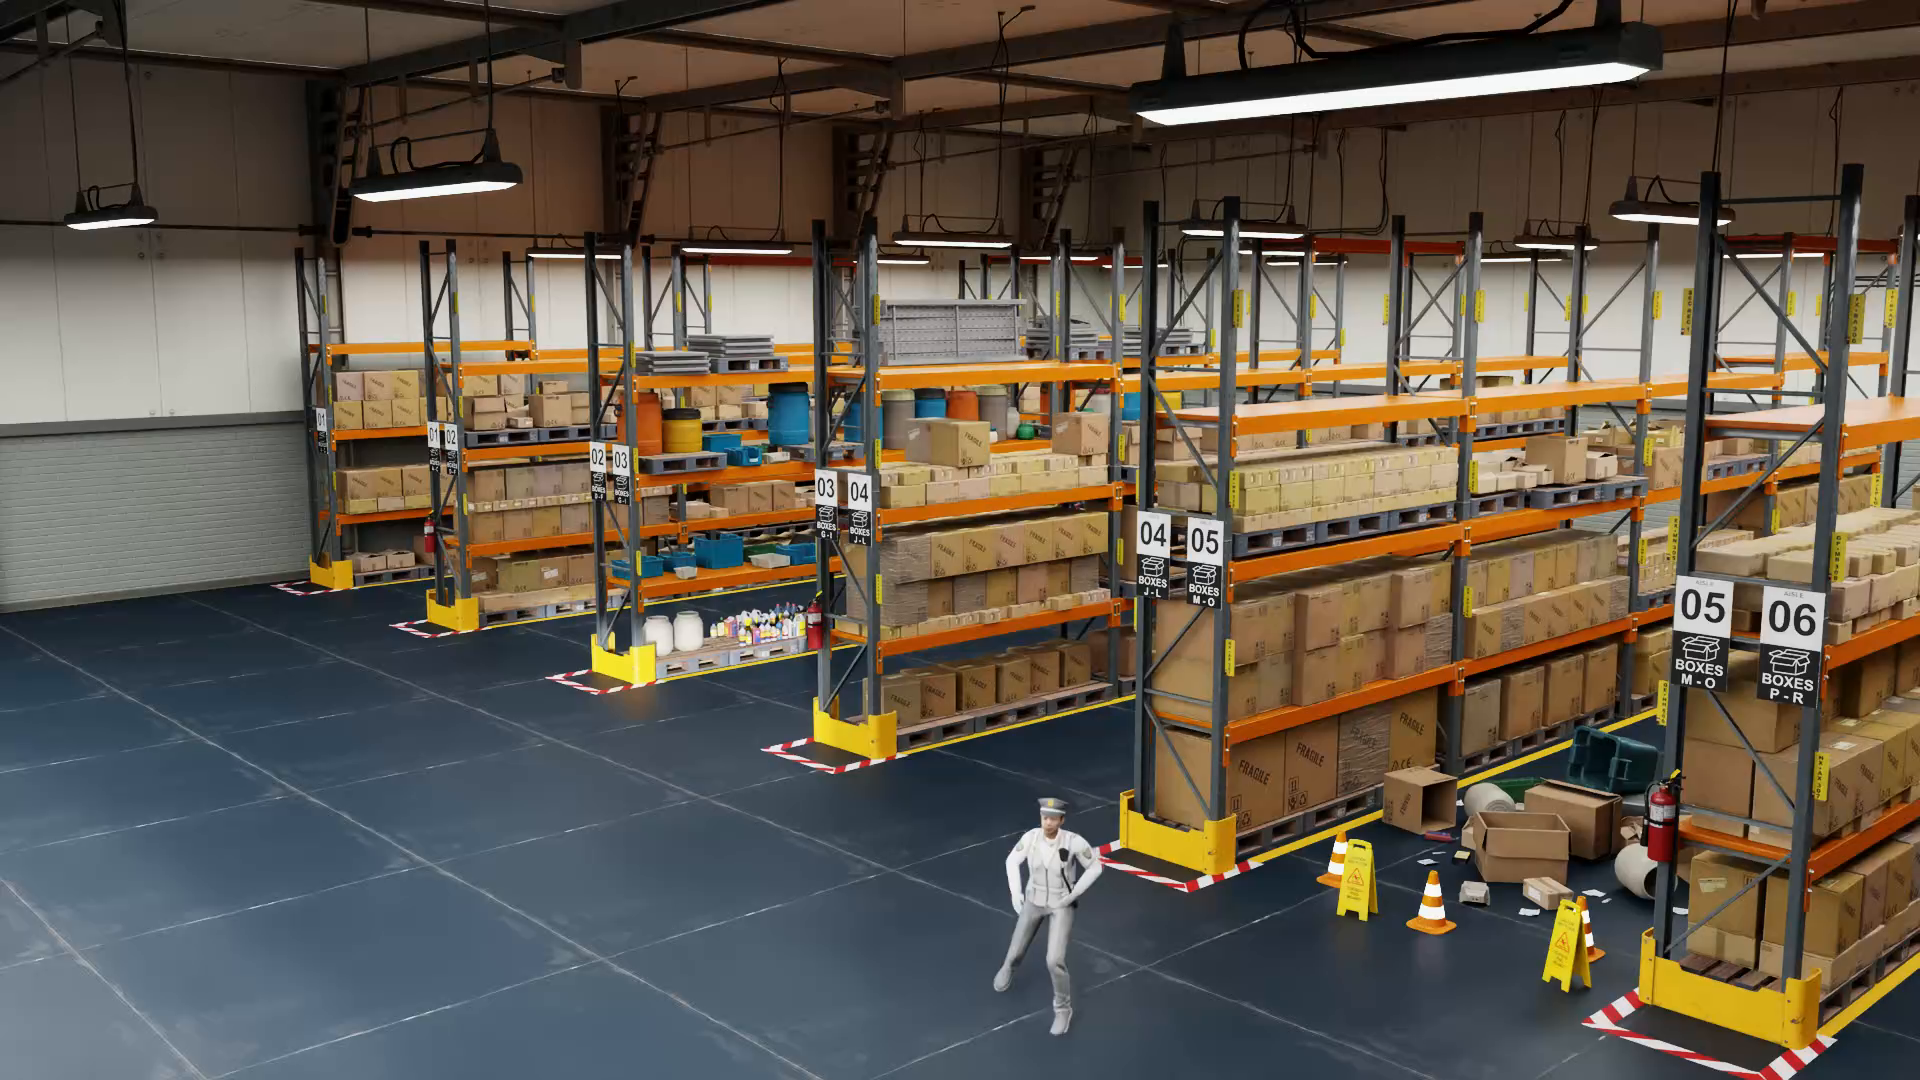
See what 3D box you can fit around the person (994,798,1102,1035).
[{"bbox_3d":[0.607,2.631,11.975,0.831,1.691,0.684,2,9,15],"label":"person"}]
